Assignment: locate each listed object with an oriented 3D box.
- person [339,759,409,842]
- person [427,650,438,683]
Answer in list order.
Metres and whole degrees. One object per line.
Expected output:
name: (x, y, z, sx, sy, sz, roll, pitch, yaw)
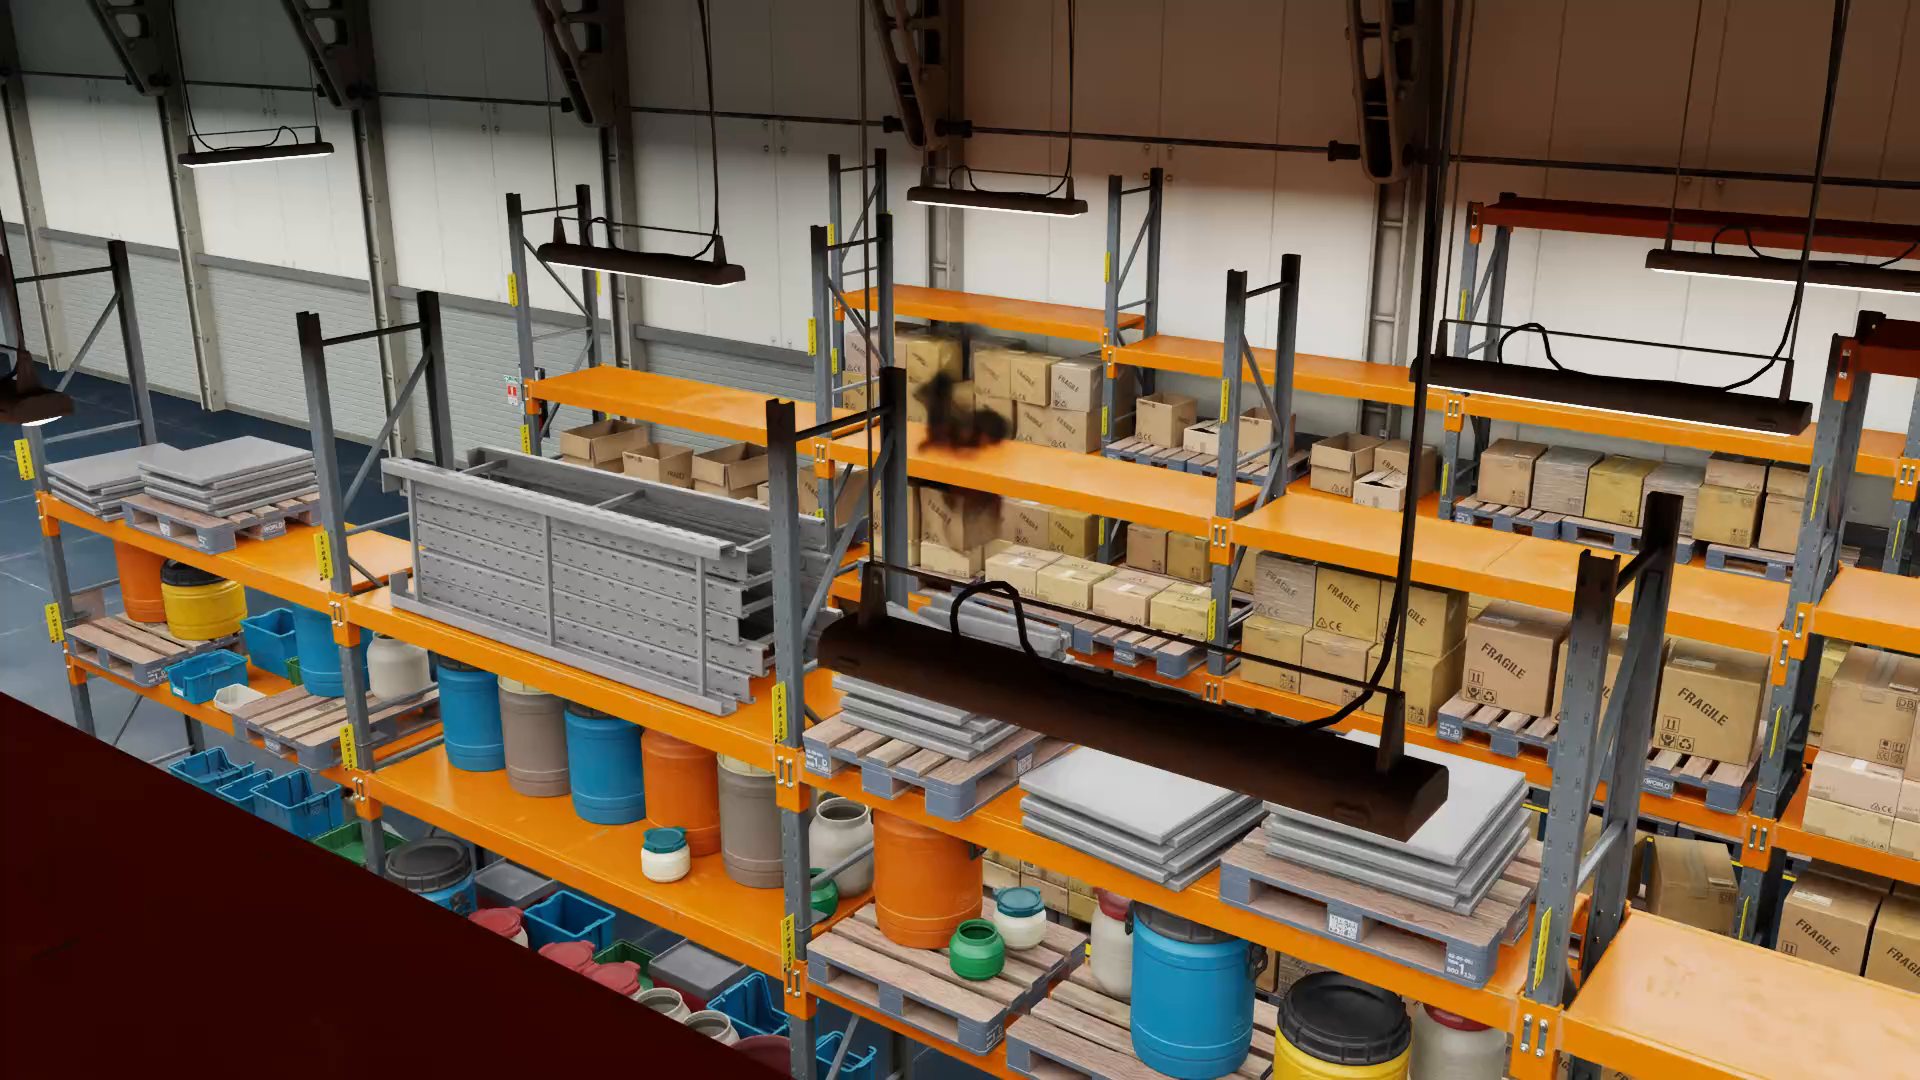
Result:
person: (-5.464, 2.358, 15.357, 0.737, 1.716, 0.695, 11, 21, 29)
person: (-6.193, 1.211, 19.093, 0.602, 1.564, 0.562, -4, 19, -11)
